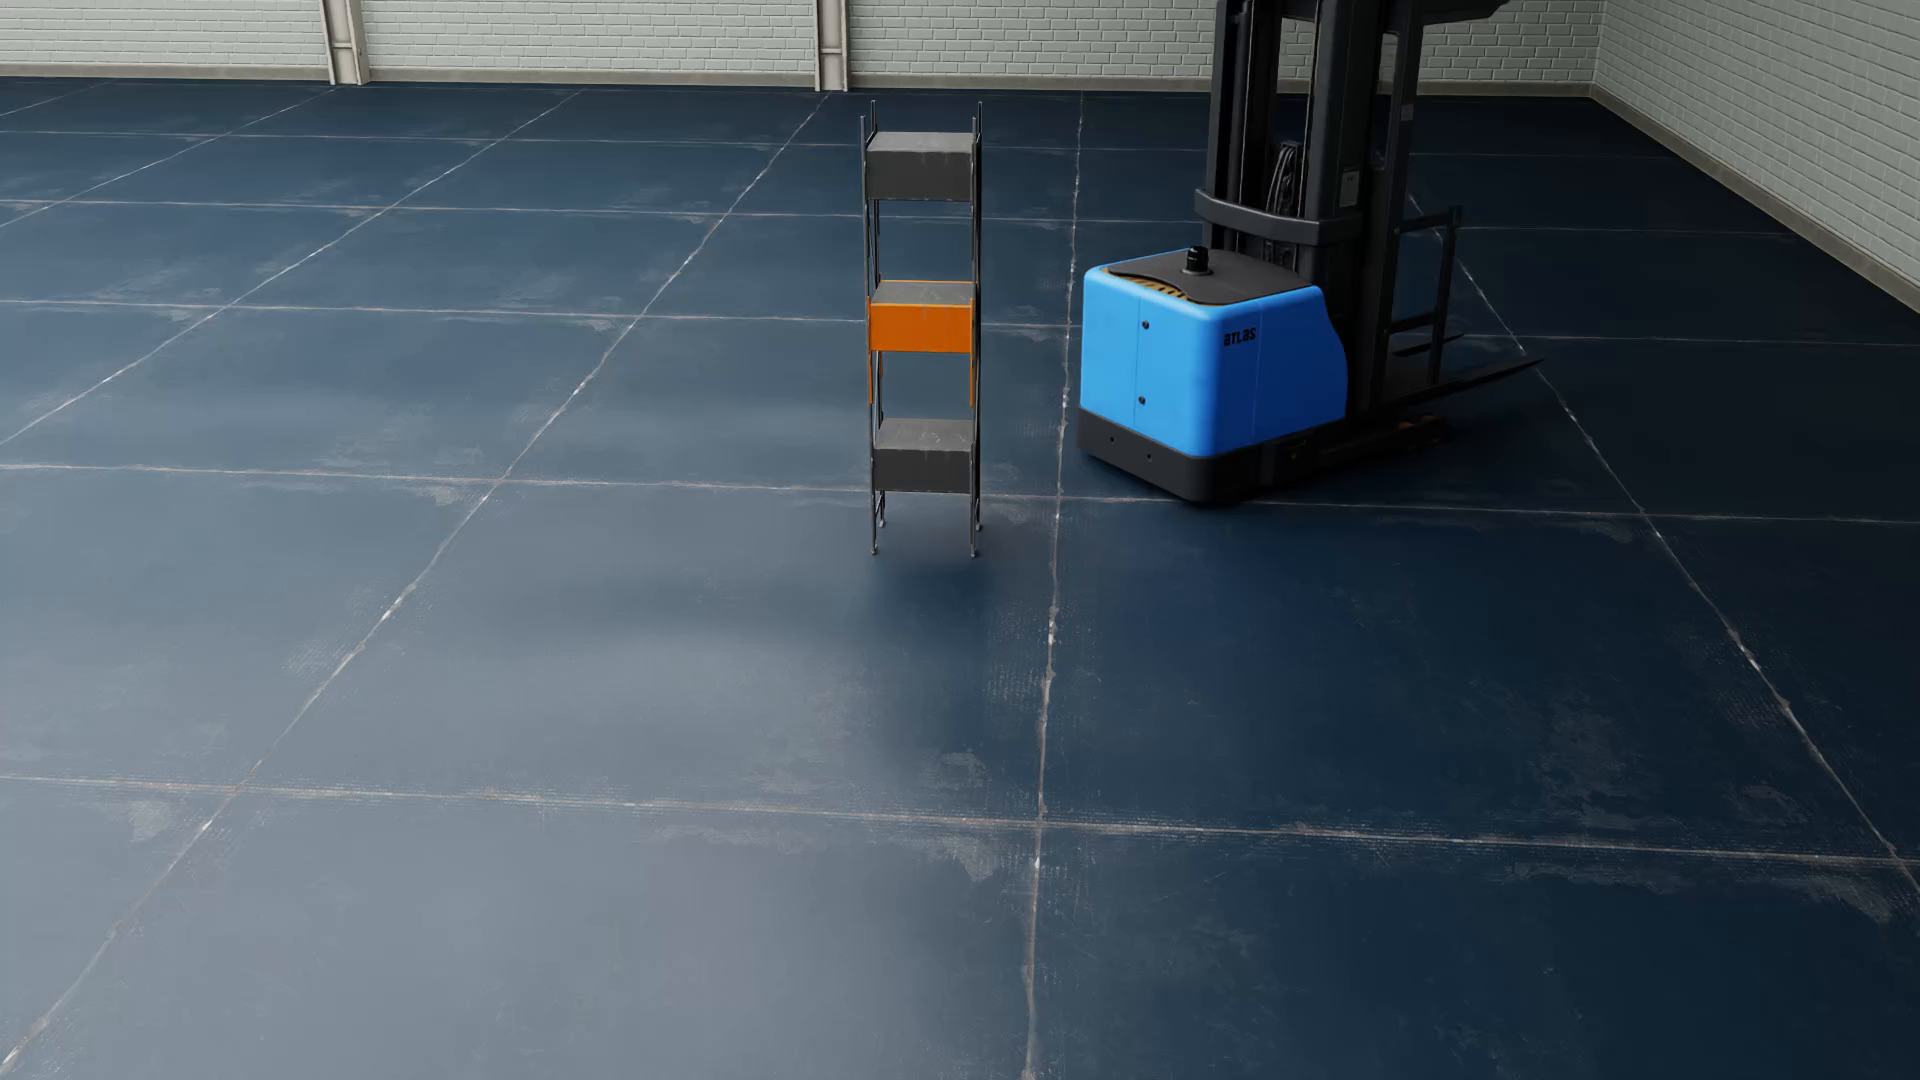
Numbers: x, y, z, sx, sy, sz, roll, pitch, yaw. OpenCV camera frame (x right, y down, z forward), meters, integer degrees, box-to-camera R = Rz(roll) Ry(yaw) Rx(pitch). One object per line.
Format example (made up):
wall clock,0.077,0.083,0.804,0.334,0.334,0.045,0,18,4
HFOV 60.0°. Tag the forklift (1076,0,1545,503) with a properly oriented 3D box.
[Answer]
forklift,2.140,-1.989,9.065,3.031,2.935,1.130,-16,29,-32

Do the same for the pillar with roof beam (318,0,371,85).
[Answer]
pillar with roof beam,-7.843,-7.942,14.744,0.400,9.000,9.100,2,25,4

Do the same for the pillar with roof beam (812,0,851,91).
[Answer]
pillar with roof beam,-1.861,-7.750,14.327,0.400,9.000,9.100,2,25,4

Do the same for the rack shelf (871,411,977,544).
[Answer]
rack shelf,-0.165,-0.311,8.121,0.480,0.518,0.431,2,25,4

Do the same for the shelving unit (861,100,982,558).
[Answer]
shelving unit,-0.165,-0.959,7.823,0.503,2.100,0.431,2,25,4

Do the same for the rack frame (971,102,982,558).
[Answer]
rack frame,0.078,-0.951,7.806,0.015,2.100,0.400,2,25,4

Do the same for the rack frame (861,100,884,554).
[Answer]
rack frame,-0.408,-0.967,7.840,0.015,2.100,0.400,2,25,4

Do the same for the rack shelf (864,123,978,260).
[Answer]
rack shelf,-0.165,-1.583,7.536,0.480,0.518,0.431,2,25,4

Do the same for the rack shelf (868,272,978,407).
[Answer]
rack shelf,-0.165,-0.947,7.828,0.480,0.518,0.431,2,25,4
